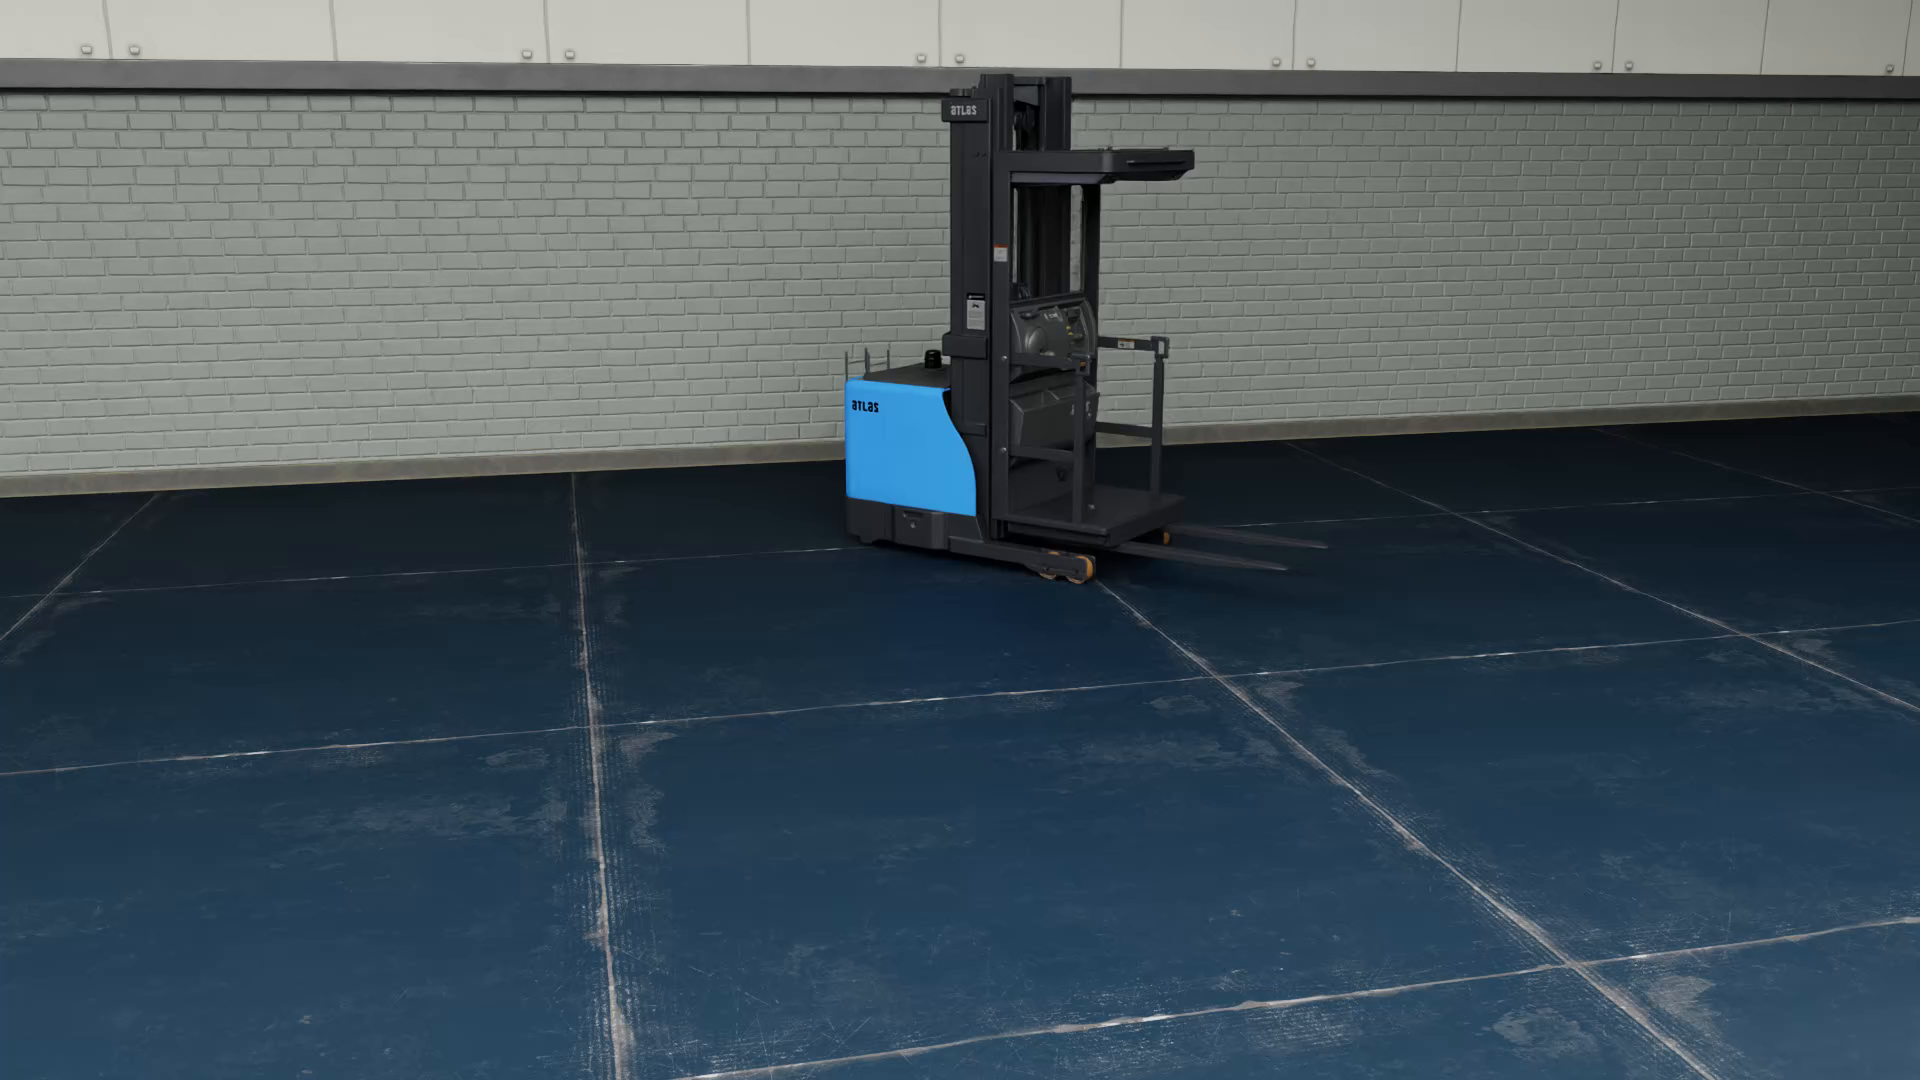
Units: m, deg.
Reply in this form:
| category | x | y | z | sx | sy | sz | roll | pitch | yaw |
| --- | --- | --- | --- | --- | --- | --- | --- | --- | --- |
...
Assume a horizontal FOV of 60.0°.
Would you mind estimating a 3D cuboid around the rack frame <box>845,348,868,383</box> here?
| category | x | y | z | sx | sy | sz | roll | pitch | yaw |
| --- | --- | --- | --- | --- | --- | --- | --- | --- | --- |
| rack frame | -0.690 | -0.684 | 11.197 | 0.006 | 1.200 | 0.240 | 9 | 16 | 33 |

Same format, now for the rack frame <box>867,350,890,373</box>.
| category | x | y | z | sx | sy | sz | roll | pitch | yaw |
| --- | --- | --- | --- | --- | --- | --- | --- | --- | --- |
| rack frame | -0.538 | -0.659 | 11.098 | 0.006 | 1.200 | 0.240 | 9 | 16 | 33 |

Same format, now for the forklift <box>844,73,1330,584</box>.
| category | x | y | z | sx | sy | sz | roll | pitch | yaw |
| --- | --- | --- | --- | --- | --- | --- | --- | --- | --- |
| forklift | 0.752 | -1.308 | 10.103 | 3.031 | 2.935 | 1.130 | 9 | 16 | 33 |

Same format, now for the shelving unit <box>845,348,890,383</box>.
| category | x | y | z | sx | sy | sz | roll | pitch | yaw |
| --- | --- | --- | --- | --- | --- | --- | --- | --- | --- |
| shelving unit | -0.614 | -0.671 | 11.147 | 0.189 | 1.200 | 0.258 | 9 | 16 | 33 |
